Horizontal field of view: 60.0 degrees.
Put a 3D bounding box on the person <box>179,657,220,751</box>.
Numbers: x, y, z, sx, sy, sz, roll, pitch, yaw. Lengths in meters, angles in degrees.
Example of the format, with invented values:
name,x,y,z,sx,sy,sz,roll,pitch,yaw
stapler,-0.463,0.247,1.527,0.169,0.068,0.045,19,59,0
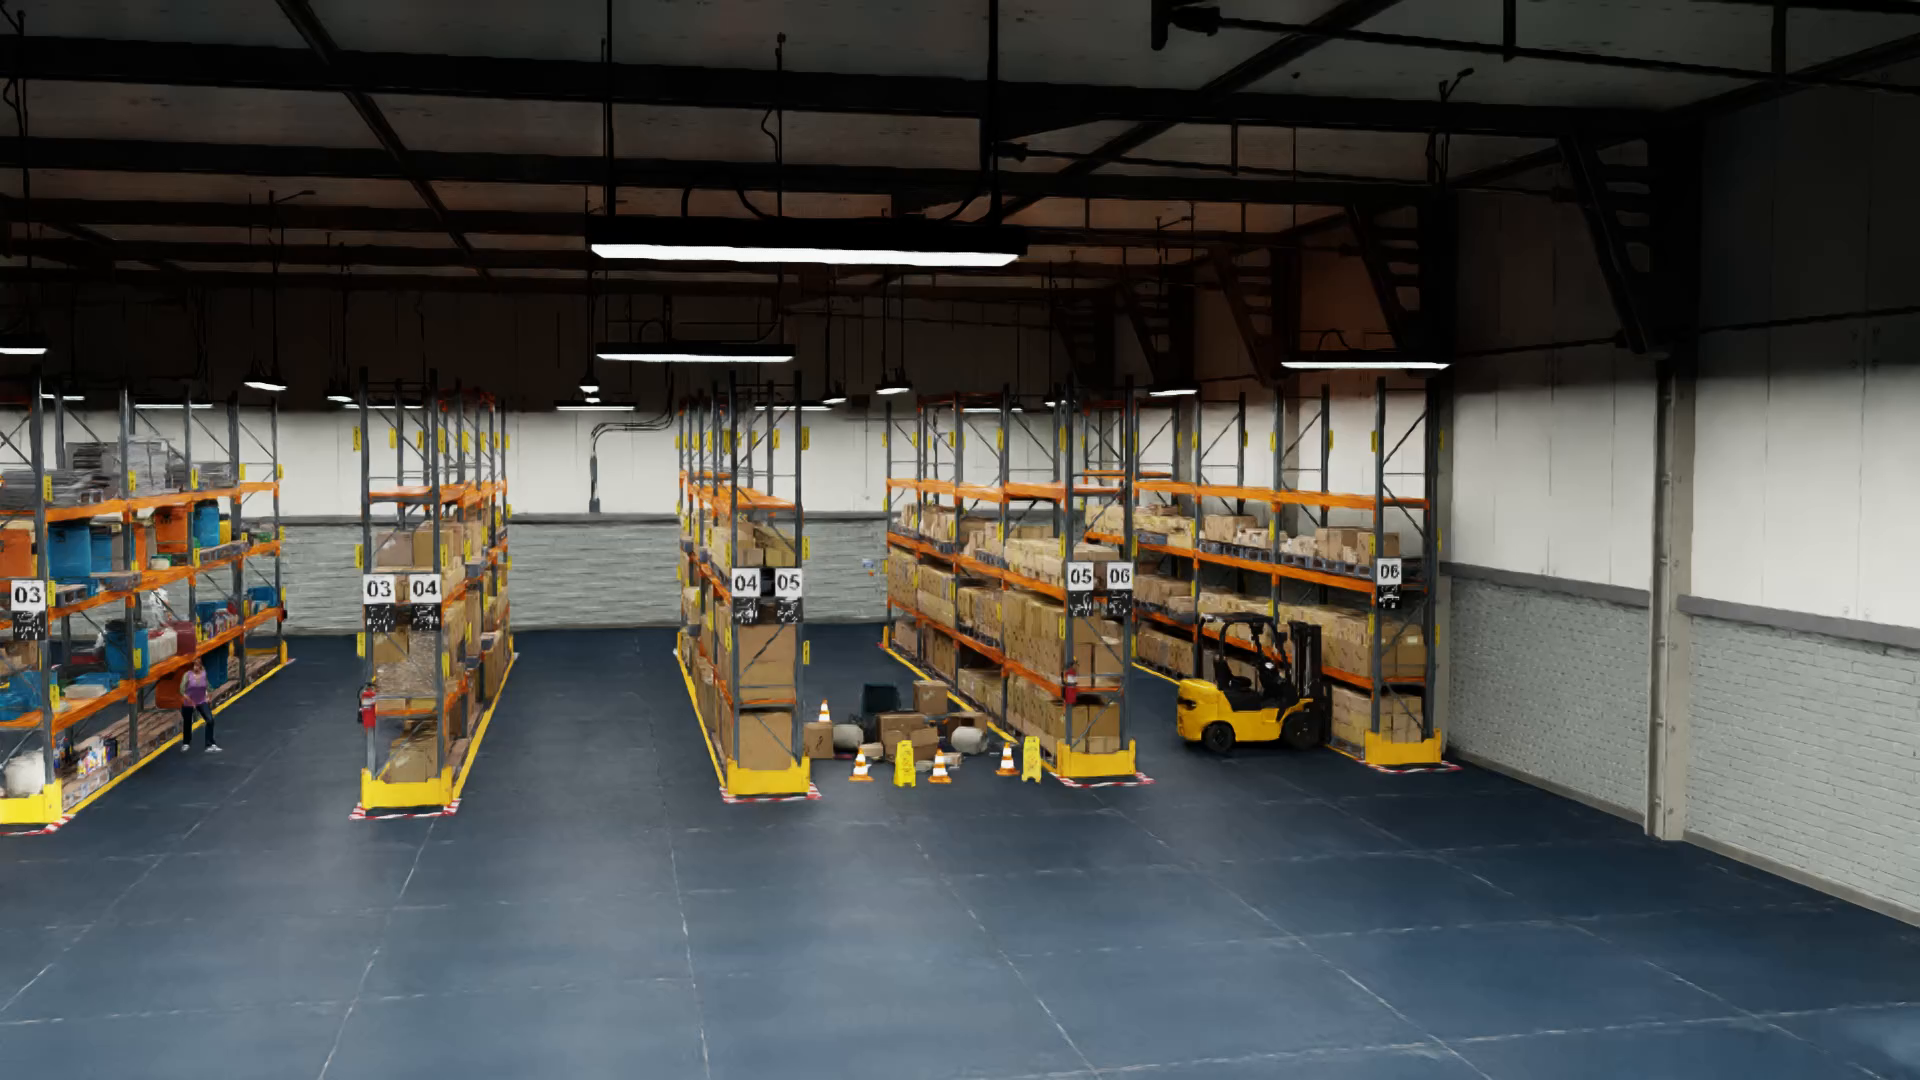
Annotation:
name,x,y,z,sx,sy,sz,roll,pitch,yaw
person,-12.275,2.636,26.719,0.546,1.542,0.701,-3,4,-38

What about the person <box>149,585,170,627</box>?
name,x,y,z,sx,sy,sz,roll,pitch,yaw
person,-19.396,1.775,40.429,0.552,1.656,0.575,2,4,26

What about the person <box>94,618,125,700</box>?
name,x,y,z,sx,sy,sz,roll,pitch,yaw
person,-16.341,2.286,32.067,0.639,1.632,0.512,-1,4,-14
